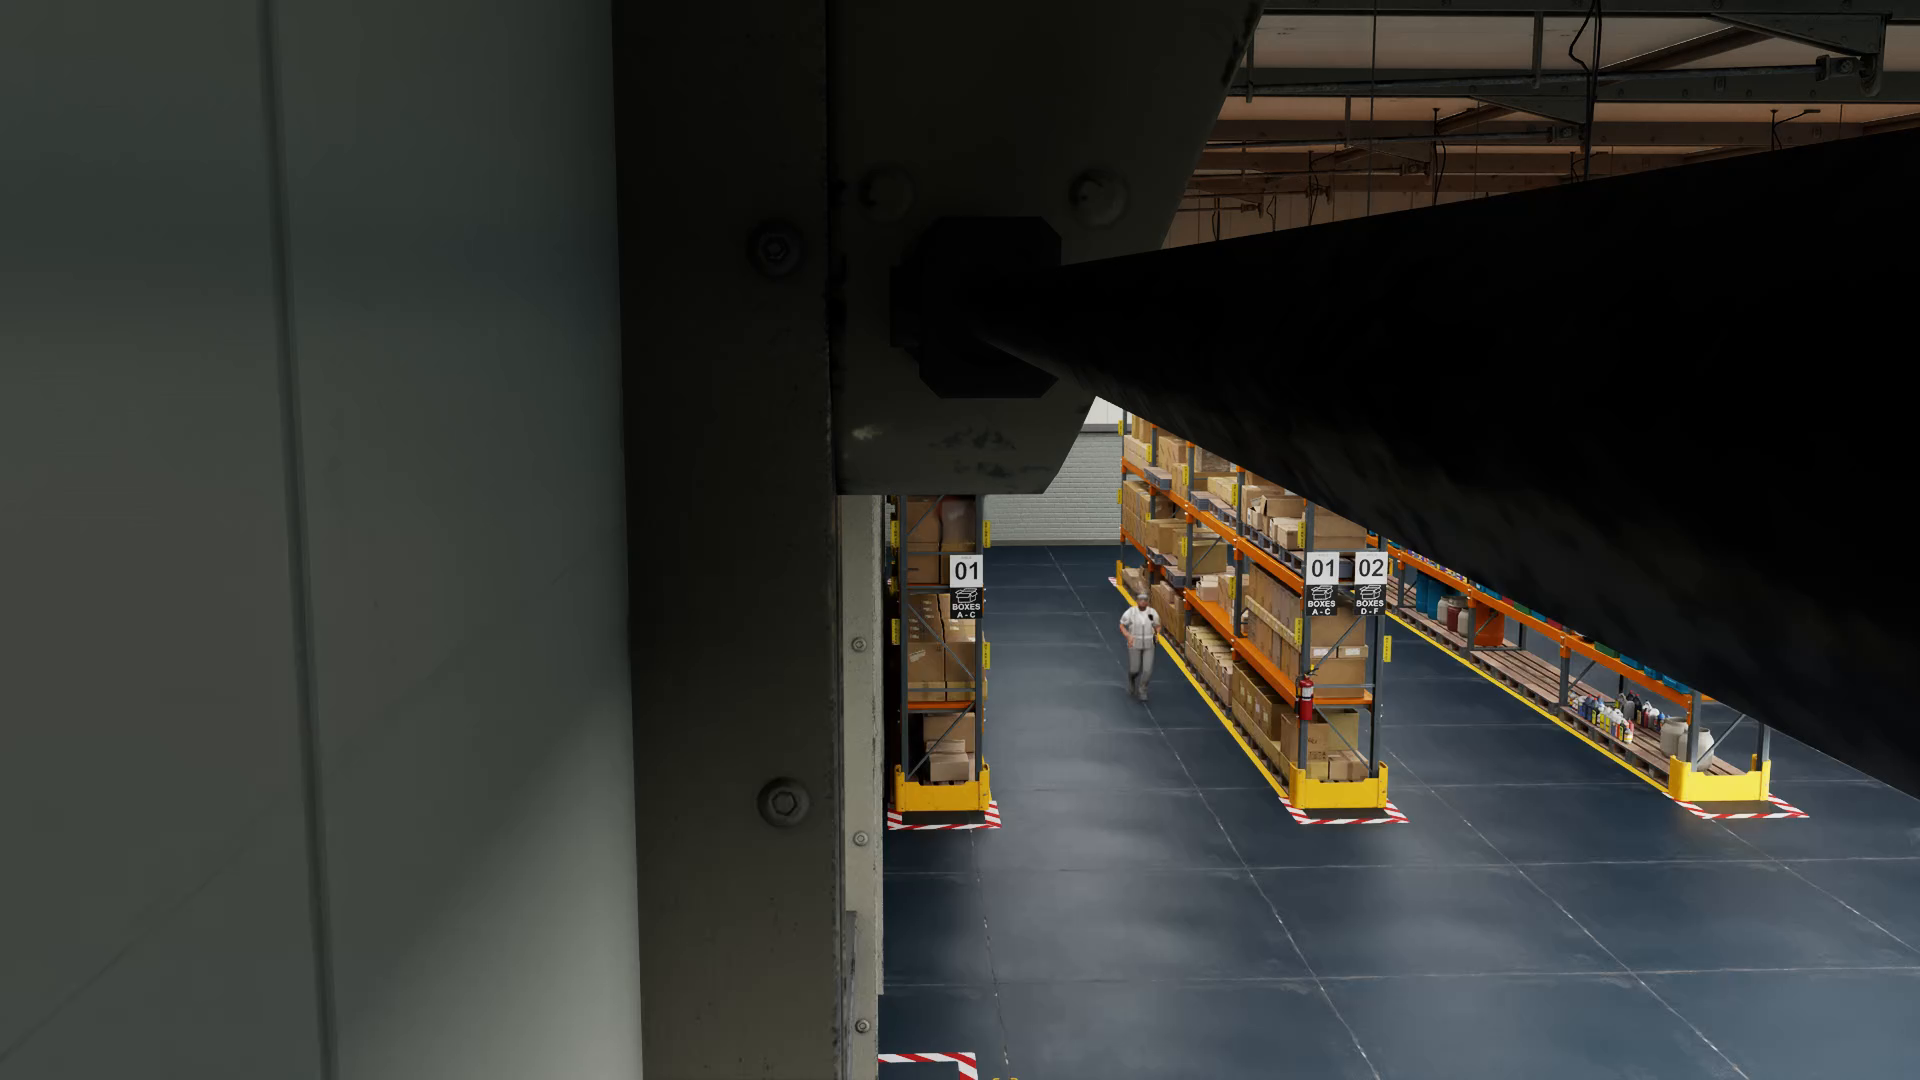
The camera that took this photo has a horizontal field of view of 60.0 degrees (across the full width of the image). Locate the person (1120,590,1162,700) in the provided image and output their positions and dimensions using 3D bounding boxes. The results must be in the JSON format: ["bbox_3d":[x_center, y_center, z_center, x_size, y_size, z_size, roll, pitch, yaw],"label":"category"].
[{"bbox_3d":[2.847,1.639,26.054,0.658,1.733,0.619,0,8,-3],"label":"person"}]

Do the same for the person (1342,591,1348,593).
[{"bbox_3d":[6.731,1.145,29.942,0.505,1.574,0.667,-2,9,-14],"label":"person"}]
